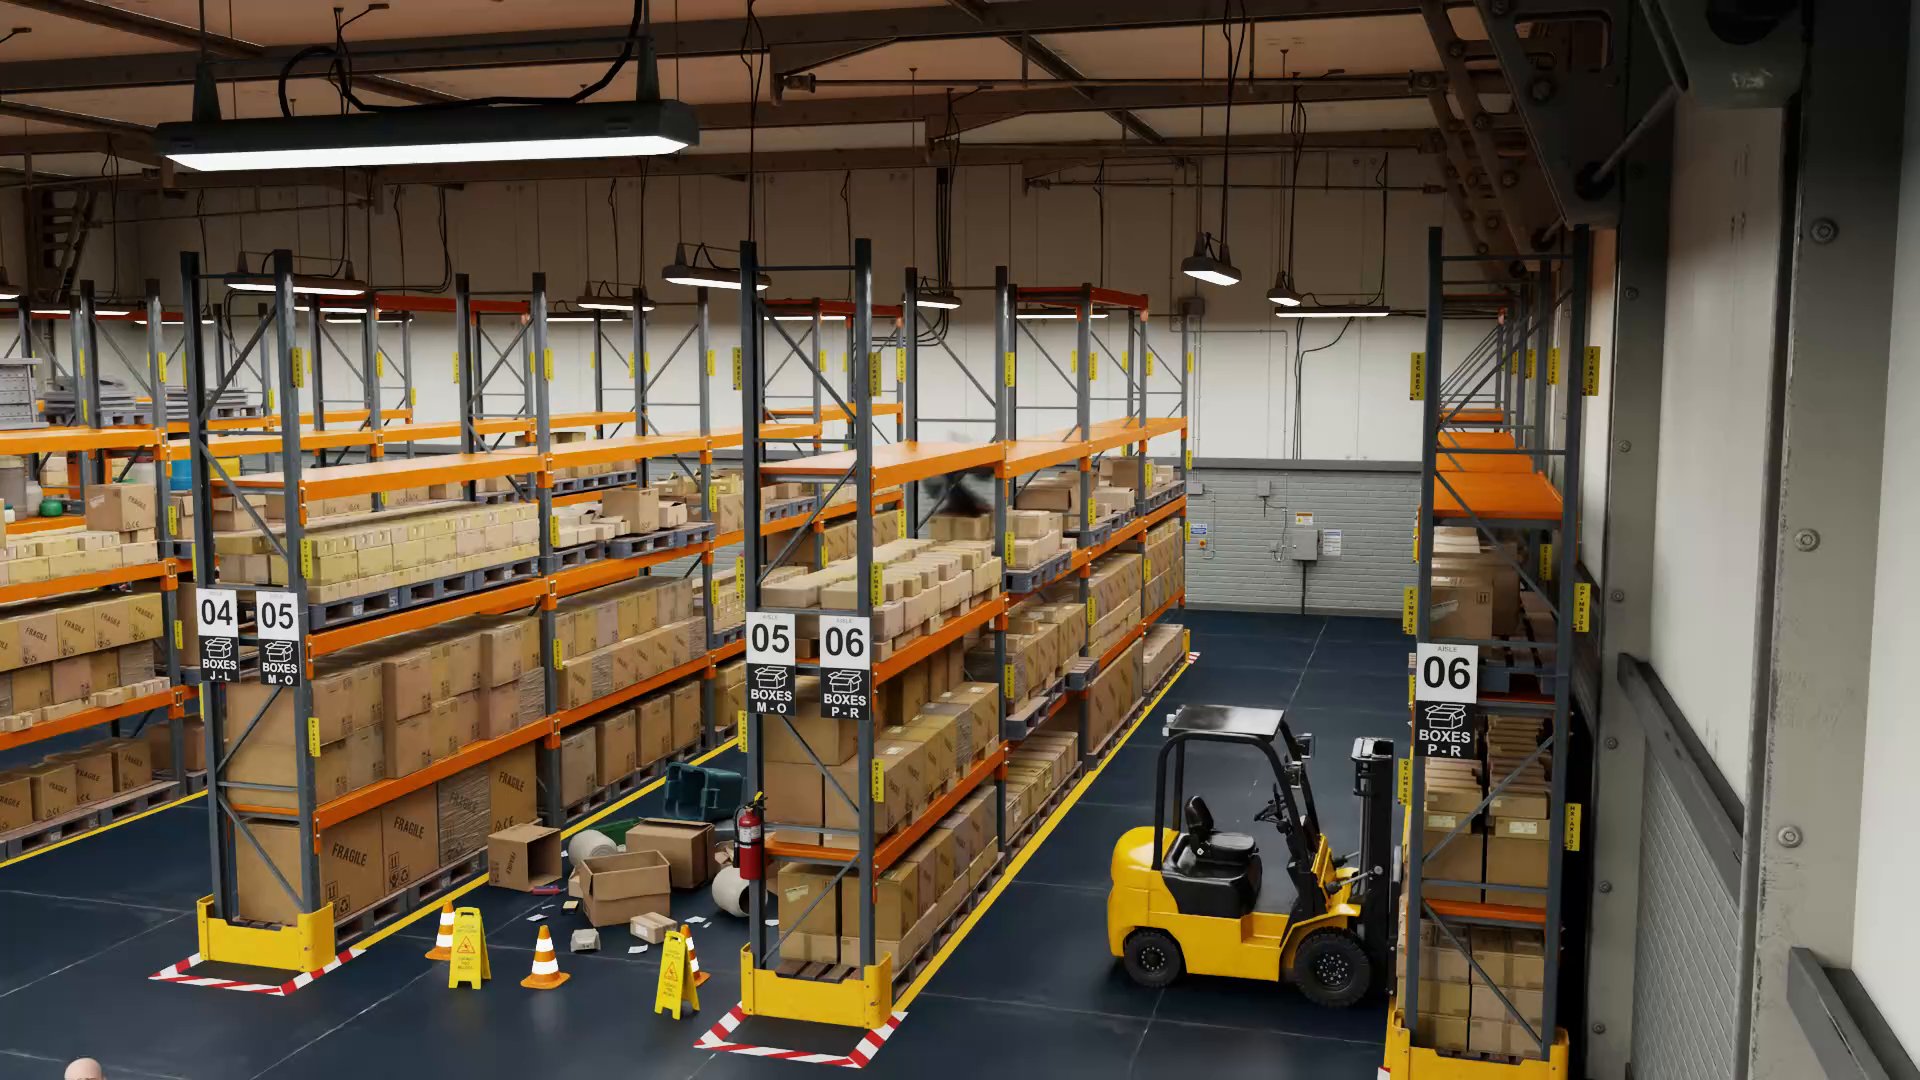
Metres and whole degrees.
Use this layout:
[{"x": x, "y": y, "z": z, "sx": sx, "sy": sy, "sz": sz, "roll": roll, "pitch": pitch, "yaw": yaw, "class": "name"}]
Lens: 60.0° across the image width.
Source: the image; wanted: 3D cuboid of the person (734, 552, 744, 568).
[{"x": -3.682, "y": 1.105, "z": 28.323, "sx": 0.658, "sy": 1.831, "sz": 0.889, "roll": 2, "pitch": 7, "yaw": 15, "class": "person"}]

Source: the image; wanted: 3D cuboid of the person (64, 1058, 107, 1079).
[{"x": -4.252, "y": 3.402, "z": 8.163, "sx": 0.707, "sy": 1.736, "sz": 0.633, "roll": -3, "pitch": 7, "yaw": -25, "class": "person"}]
